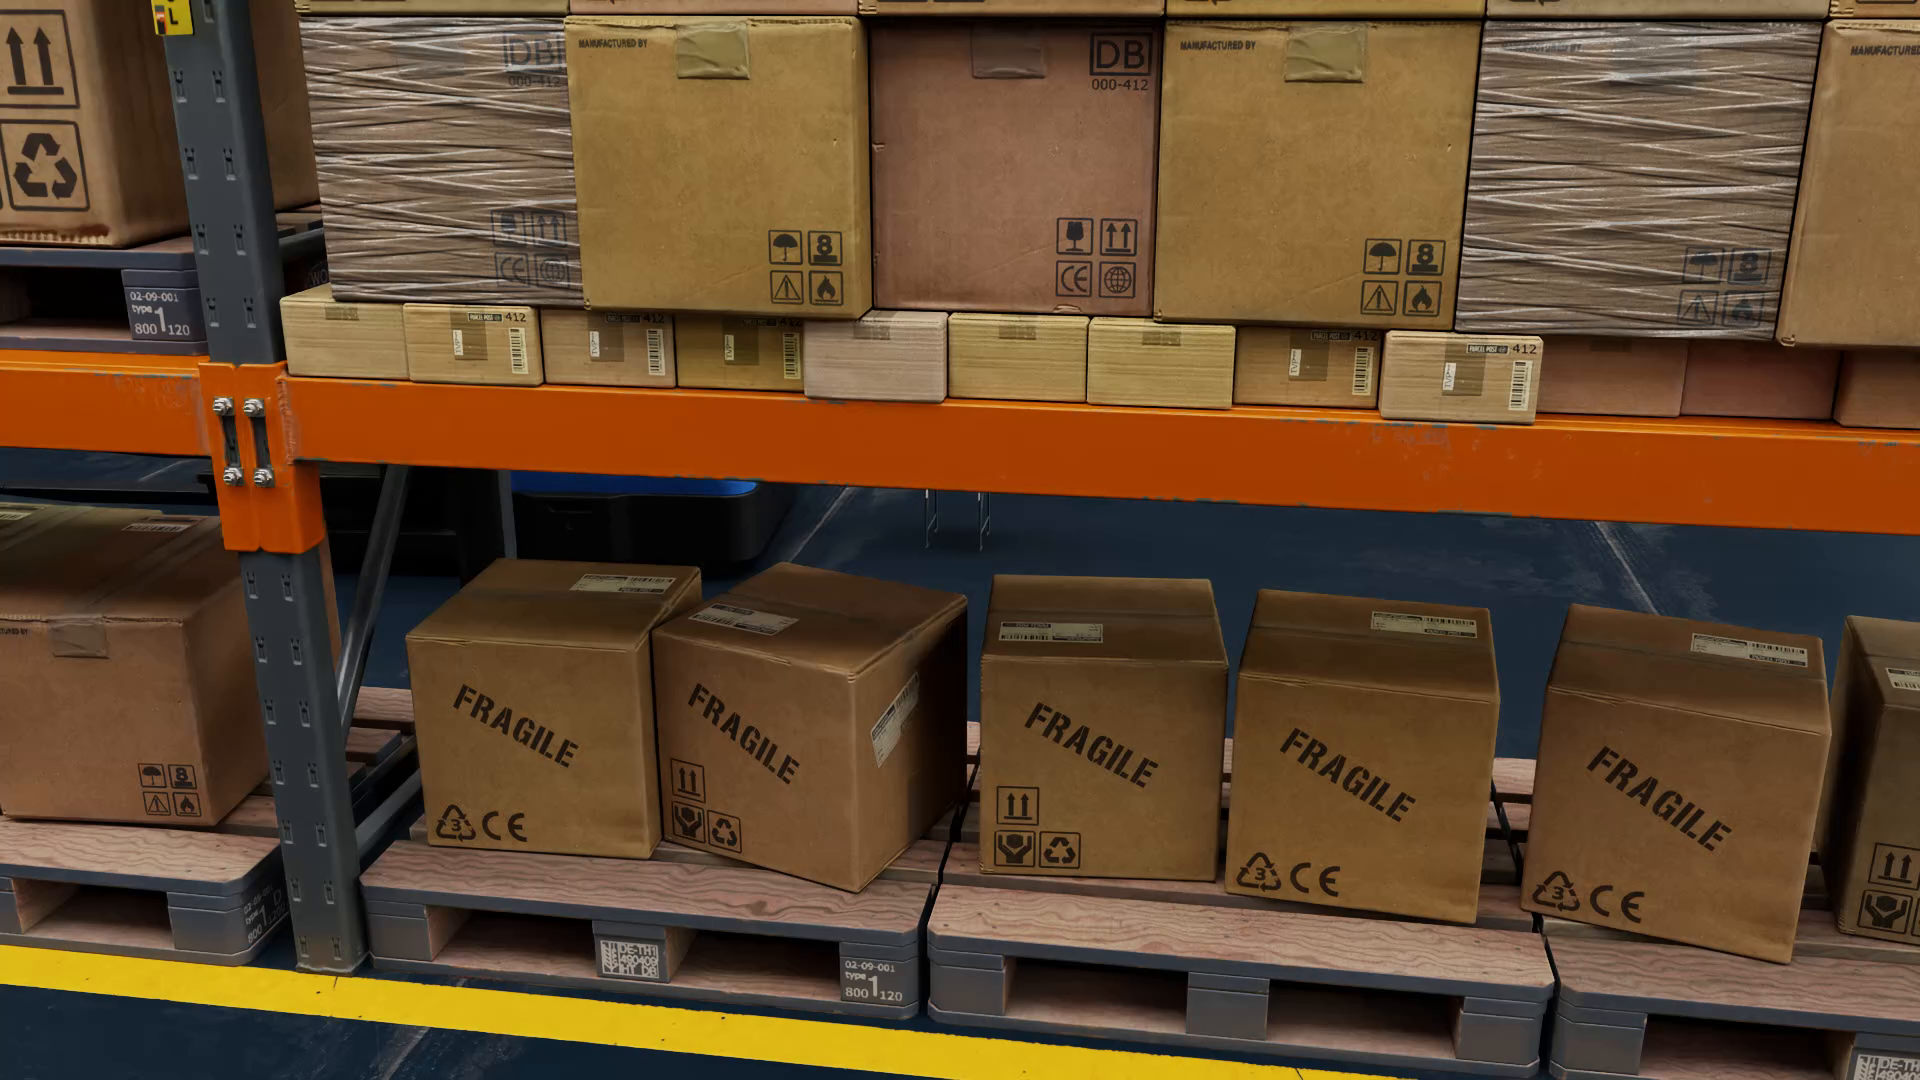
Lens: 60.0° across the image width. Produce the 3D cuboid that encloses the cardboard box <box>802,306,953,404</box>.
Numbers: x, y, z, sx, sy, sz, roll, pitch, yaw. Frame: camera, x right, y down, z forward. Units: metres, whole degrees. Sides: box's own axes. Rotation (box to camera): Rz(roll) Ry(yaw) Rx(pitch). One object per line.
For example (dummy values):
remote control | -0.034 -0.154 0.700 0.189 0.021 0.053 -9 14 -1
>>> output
cardboard box | -0.124 -0.373 3.088 0.250 0.149 0.380 3 19 9

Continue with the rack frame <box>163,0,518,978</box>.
rack frame | -1.273 -0.653 3.528 0.127 3.000 1.000 3 19 9

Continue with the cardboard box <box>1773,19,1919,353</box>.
cardboard box | 1.625 -0.664 2.935 0.500 0.500 0.875 3 19 9

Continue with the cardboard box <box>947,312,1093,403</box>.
cardboard box | 0.130 -0.374 3.089 0.250 0.149 0.380 3 19 9

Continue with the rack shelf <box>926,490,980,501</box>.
rack shelf | -0.008 -0.225 6.229 0.200 0.077 0.258 3 19 9

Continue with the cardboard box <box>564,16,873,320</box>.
cardboard box | -0.351 -0.764 3.231 0.500 0.500 0.875 3 19 9

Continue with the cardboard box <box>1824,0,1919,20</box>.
cardboard box | 1.599 -1.088 2.626 0.500 0.500 0.500 3 19 9

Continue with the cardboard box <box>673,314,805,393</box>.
cardboard box | -0.364 -0.399 3.164 0.250 0.149 0.380 3 19 9

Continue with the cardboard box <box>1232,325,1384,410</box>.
cardboard box | 0.629 -0.359 3.046 0.250 0.149 0.380 3 19 9

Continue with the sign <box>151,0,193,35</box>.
sign | -1.358 -1.028 2.824 0.005 0.325 0.100 3 19 9

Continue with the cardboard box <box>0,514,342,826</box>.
cardboard box | -1.876 0.286 3.968 0.500 0.500 0.700 1 19 4

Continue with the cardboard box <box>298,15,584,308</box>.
cardboard box | -0.839 -0.800 3.340 0.500 0.500 0.875 3 19 9

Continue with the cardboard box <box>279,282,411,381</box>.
cardboard box | -1.109 -0.429 3.254 0.250 0.149 0.380 3 19 9

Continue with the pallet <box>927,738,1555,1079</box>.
pallet | 0.604 0.752 3.722 1.213 0.211 1.003 3 19 9

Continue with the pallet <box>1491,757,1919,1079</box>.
pallet | 1.805 0.815 3.536 1.213 0.211 1.003 3 19 9

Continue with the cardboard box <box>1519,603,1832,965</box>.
cardboard box | 1.467 0.478 3.424 0.500 0.500 0.500 8 20 23

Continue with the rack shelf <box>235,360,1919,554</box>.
rack shelf | 0.702 -0.211 3.342 4.000 0.370 1.077 3 19 9

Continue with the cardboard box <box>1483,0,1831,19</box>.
cardboard box | 1.106 -1.114 2.704 0.500 0.500 0.500 3 19 9

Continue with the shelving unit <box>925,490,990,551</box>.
shelving unit | -0.008 -0.427 6.162 0.210 0.900 0.258 3 19 9

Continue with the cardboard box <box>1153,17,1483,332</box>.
cardboard box | 0.646 -0.732 3.137 0.500 0.500 0.875 3 19 9

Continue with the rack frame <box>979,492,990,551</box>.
rack frame | 0.092 -0.422 6.146 0.006 0.900 0.240 3 19 9

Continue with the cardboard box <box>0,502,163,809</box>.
cardboard box | -2.344 0.256 4.057 0.500 0.500 0.700 3 19 8

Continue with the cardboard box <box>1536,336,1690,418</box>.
cardboard box | 1.125 -0.340 2.989 0.250 0.149 0.380 3 19 9

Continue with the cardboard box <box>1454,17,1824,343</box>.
cardboard box | 1.138 -0.703 3.050 0.500 0.500 0.875 3 19 9

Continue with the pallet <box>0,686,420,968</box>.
pallet | -2.042 0.630 4.086 1.213 0.211 1.003 3 19 9

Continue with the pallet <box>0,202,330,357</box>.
pallet | -2.005 -0.646 3.810 1.213 0.211 1.003 3 19 9

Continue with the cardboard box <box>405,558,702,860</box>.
cardboard box | -0.884 0.366 3.761 0.500 0.500 0.500 2 19 7

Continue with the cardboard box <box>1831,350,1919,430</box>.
cardboard box | 1.616 -0.309 2.896 0.250 0.149 0.380 3 19 9

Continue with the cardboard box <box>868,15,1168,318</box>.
cardboard box | 0.159 -0.770 3.251 0.500 0.500 0.875 3 19 9

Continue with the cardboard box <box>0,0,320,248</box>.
cardboard box | -2.035 -1.221 3.617 1.000 1.000 1.000 3 19 9

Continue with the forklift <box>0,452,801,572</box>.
forklift | -2.189 -1.444 6.000 3.031 2.935 1.130 1 19 4

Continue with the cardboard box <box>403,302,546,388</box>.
cardboard box | -0.864 -0.412 3.204 0.250 0.149 0.380 3 19 9

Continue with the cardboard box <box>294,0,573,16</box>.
cardboard box | -0.869 -1.214 3.001 0.500 0.500 0.500 3 19 9

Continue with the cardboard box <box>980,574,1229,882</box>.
cardboard box | 0.308 0.399 3.662 0.500 0.500 0.500 1 19 4

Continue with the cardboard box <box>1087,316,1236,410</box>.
cardboard box | 0.375 -0.358 3.041 0.250 0.149 0.380 3 19 9

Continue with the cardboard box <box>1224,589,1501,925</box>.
cardboard box | 0.852 0.441 3.536 0.500 0.500 0.500 5 19 14

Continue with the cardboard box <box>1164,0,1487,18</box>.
cardboard box | 0.614 -1.142 2.786 0.500 0.500 0.500 3 19 9

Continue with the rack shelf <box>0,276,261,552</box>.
rack shelf | -3.248 -0.413 3.943 4.000 0.370 1.077 3 19 9

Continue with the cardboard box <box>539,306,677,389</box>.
cardboard box | -0.613 -0.409 3.193 0.250 0.149 0.380 3 19 9

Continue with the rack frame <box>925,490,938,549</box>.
rack frame | -0.108 -0.432 6.177 0.006 0.900 0.240 3 19 9

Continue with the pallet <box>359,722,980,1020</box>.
pallet | -0.604 0.692 3.903 1.213 0.211 1.003 3 19 9

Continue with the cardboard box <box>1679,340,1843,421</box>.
cardboard box | 1.376 -0.335 2.972 0.250 0.149 0.380 3 19 9

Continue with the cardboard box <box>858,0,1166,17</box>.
cardboard box | 0.118 -1.164 2.851 0.500 0.500 0.500 3 19 9

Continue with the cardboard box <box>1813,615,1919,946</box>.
cardboard box | 2.062 0.498 3.366 0.500 0.500 0.500 7 20 19

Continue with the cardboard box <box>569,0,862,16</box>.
cardboard box | -0.375 -1.189 2.927 0.500 0.500 0.500 3 19 9

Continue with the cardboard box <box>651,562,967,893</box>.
cardboard box | -0.318 0.392 3.682 0.500 0.500 0.500 9 21 26

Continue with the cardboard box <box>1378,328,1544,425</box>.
cardboard box | 0.864 -0.325 2.943 0.250 0.149 0.380 3 19 9
